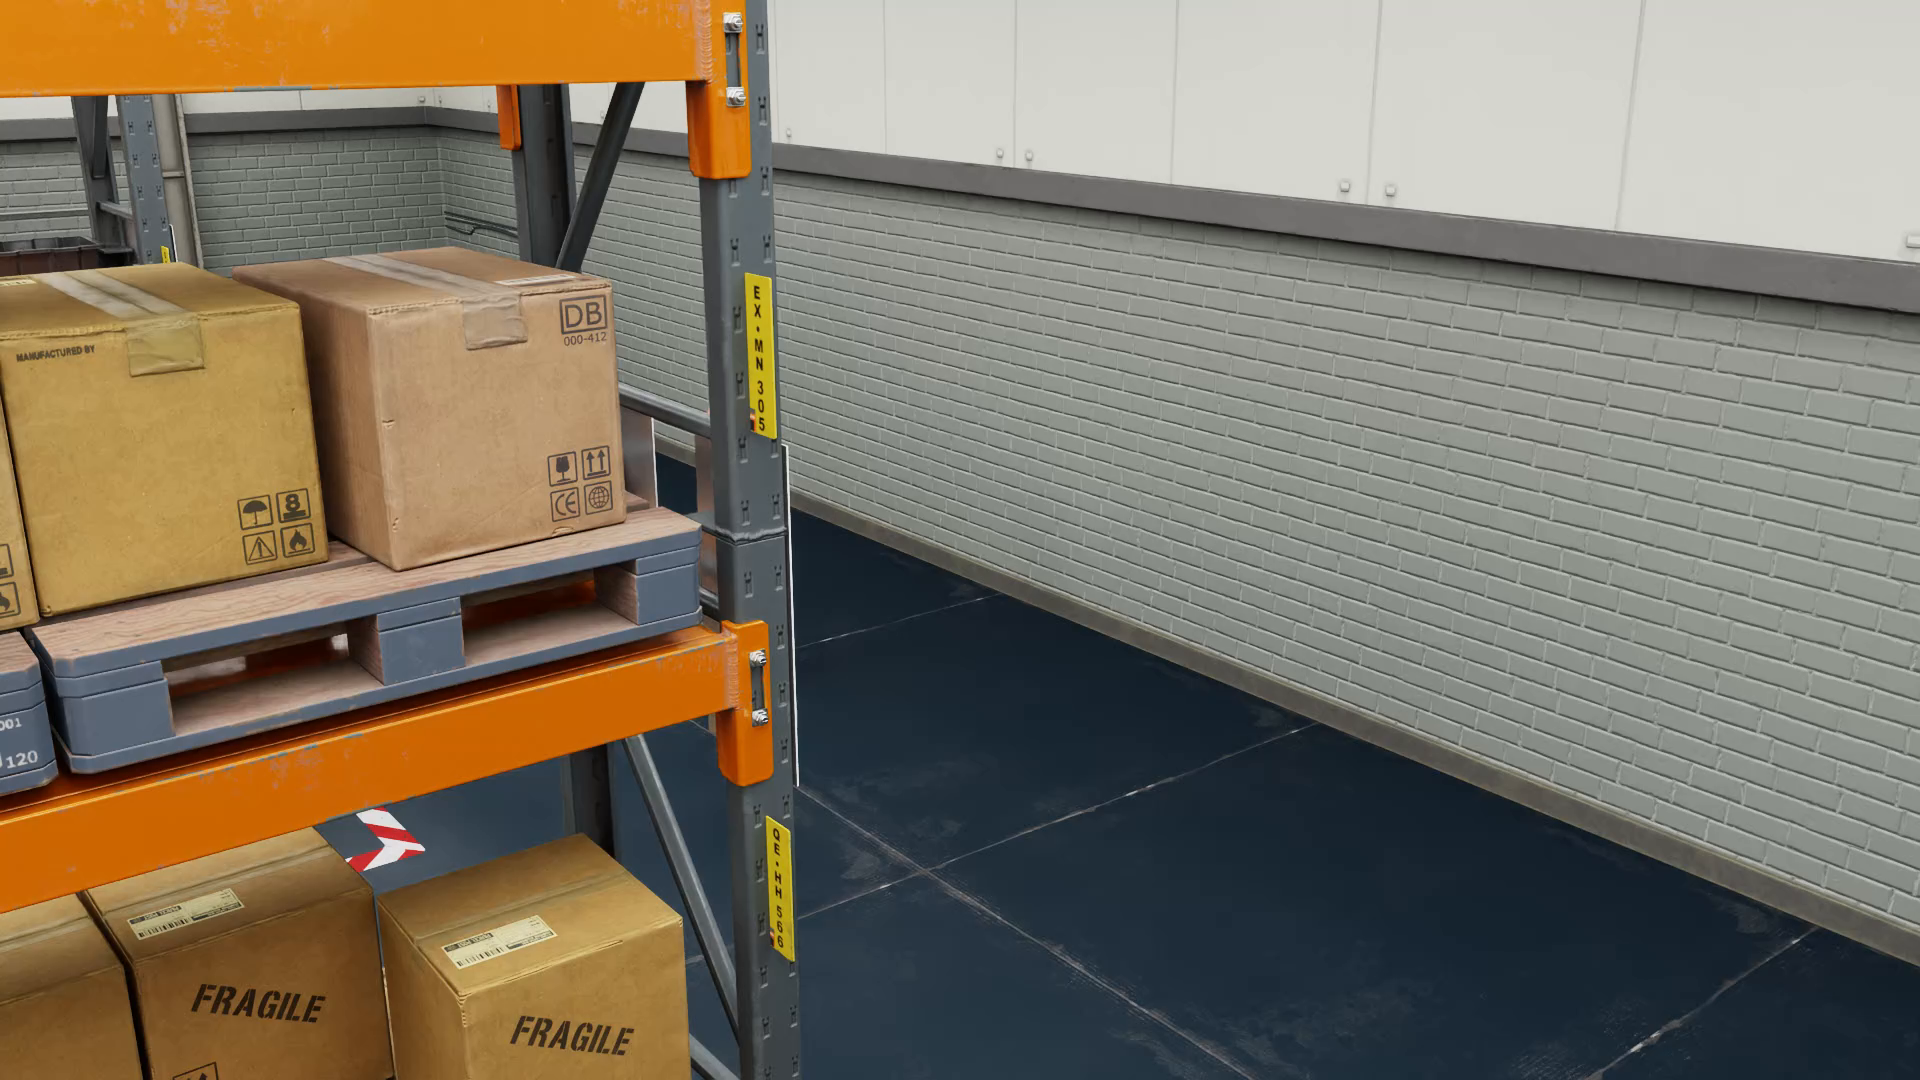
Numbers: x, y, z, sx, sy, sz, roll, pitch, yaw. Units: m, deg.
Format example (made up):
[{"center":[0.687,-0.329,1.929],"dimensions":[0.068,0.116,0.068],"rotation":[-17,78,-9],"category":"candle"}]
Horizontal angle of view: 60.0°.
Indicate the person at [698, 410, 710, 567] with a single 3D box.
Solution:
[{"center":[-1.465,-0.015,10.625],"dimensions":[0.429,1.772,0.649],"rotation":[-15,23,-40],"category":"person"}]
